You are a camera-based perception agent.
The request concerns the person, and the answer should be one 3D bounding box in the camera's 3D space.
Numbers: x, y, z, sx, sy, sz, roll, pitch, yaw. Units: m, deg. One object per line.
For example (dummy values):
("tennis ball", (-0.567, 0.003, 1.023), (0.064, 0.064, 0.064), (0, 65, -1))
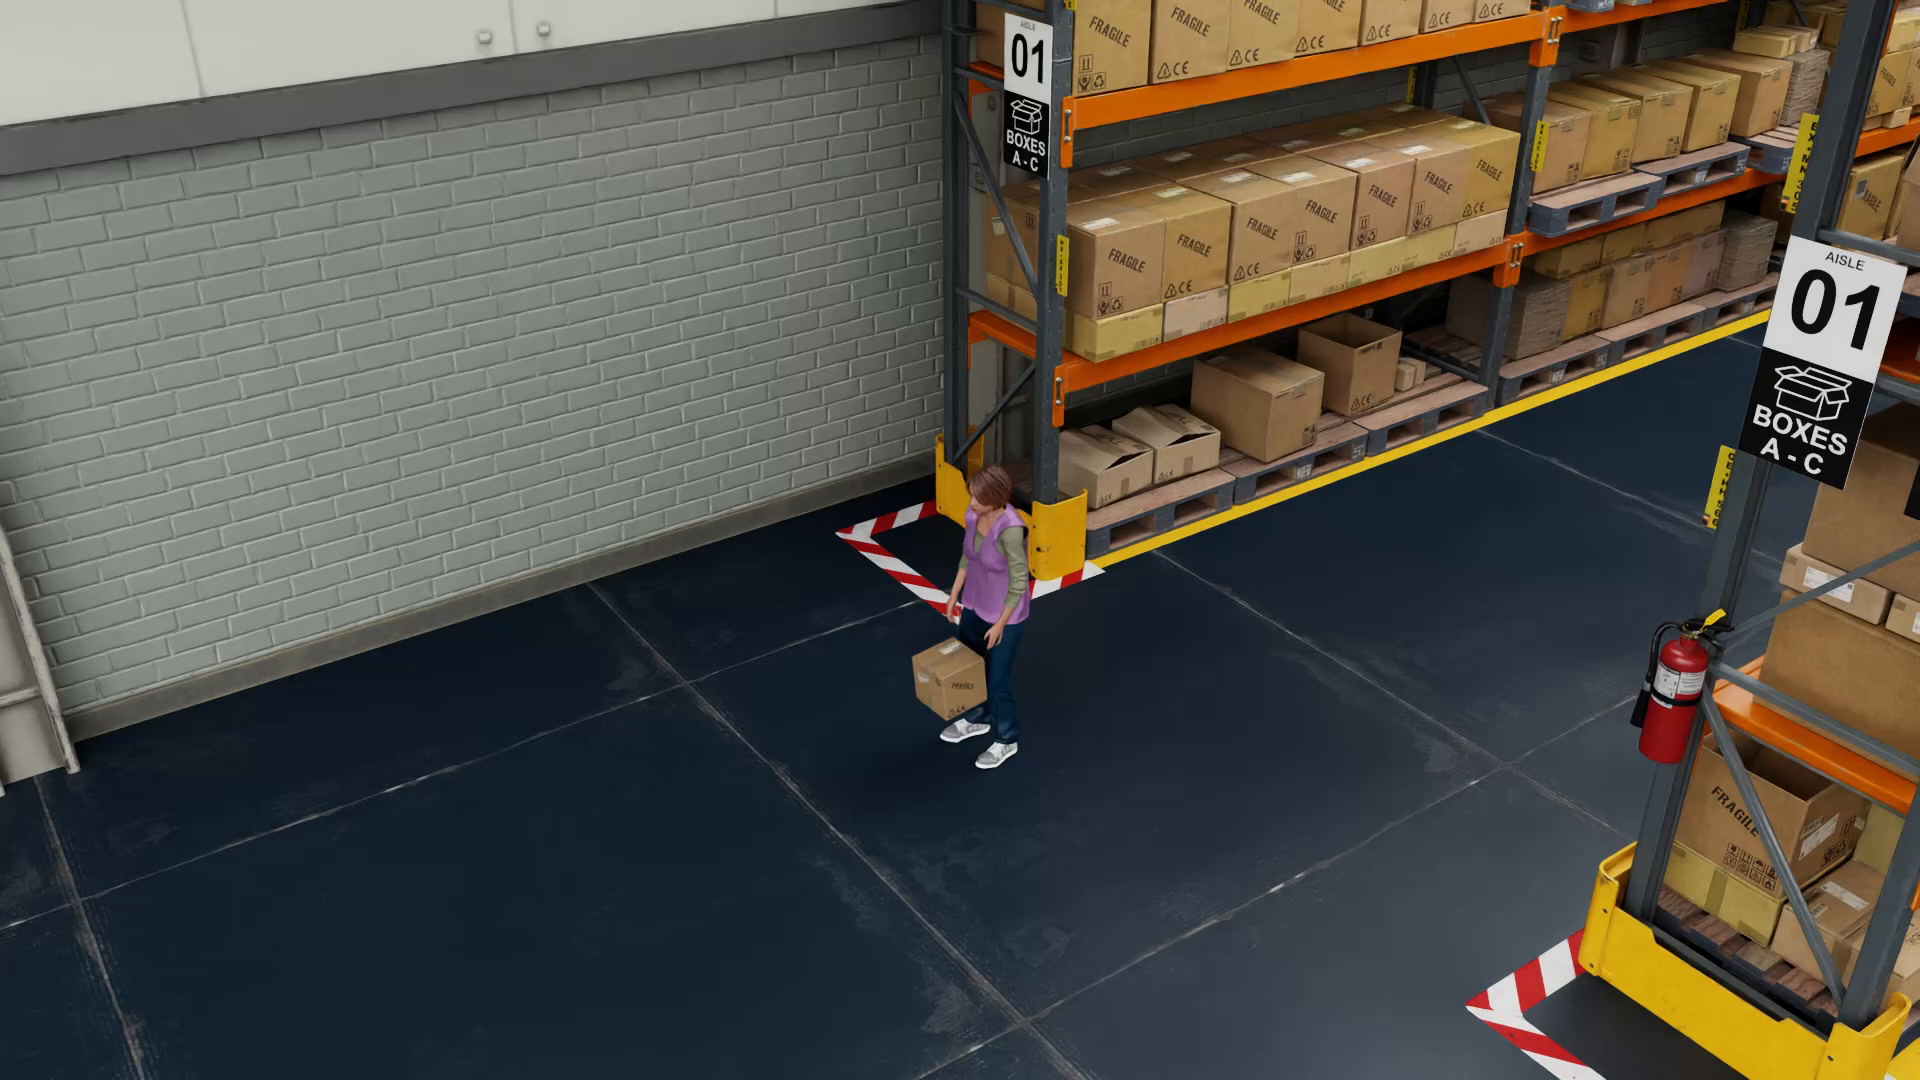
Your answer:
("person", (0.150, 0.348, 8.003), (0.336, 1.599, 0.450), (-20, 35, -32))
